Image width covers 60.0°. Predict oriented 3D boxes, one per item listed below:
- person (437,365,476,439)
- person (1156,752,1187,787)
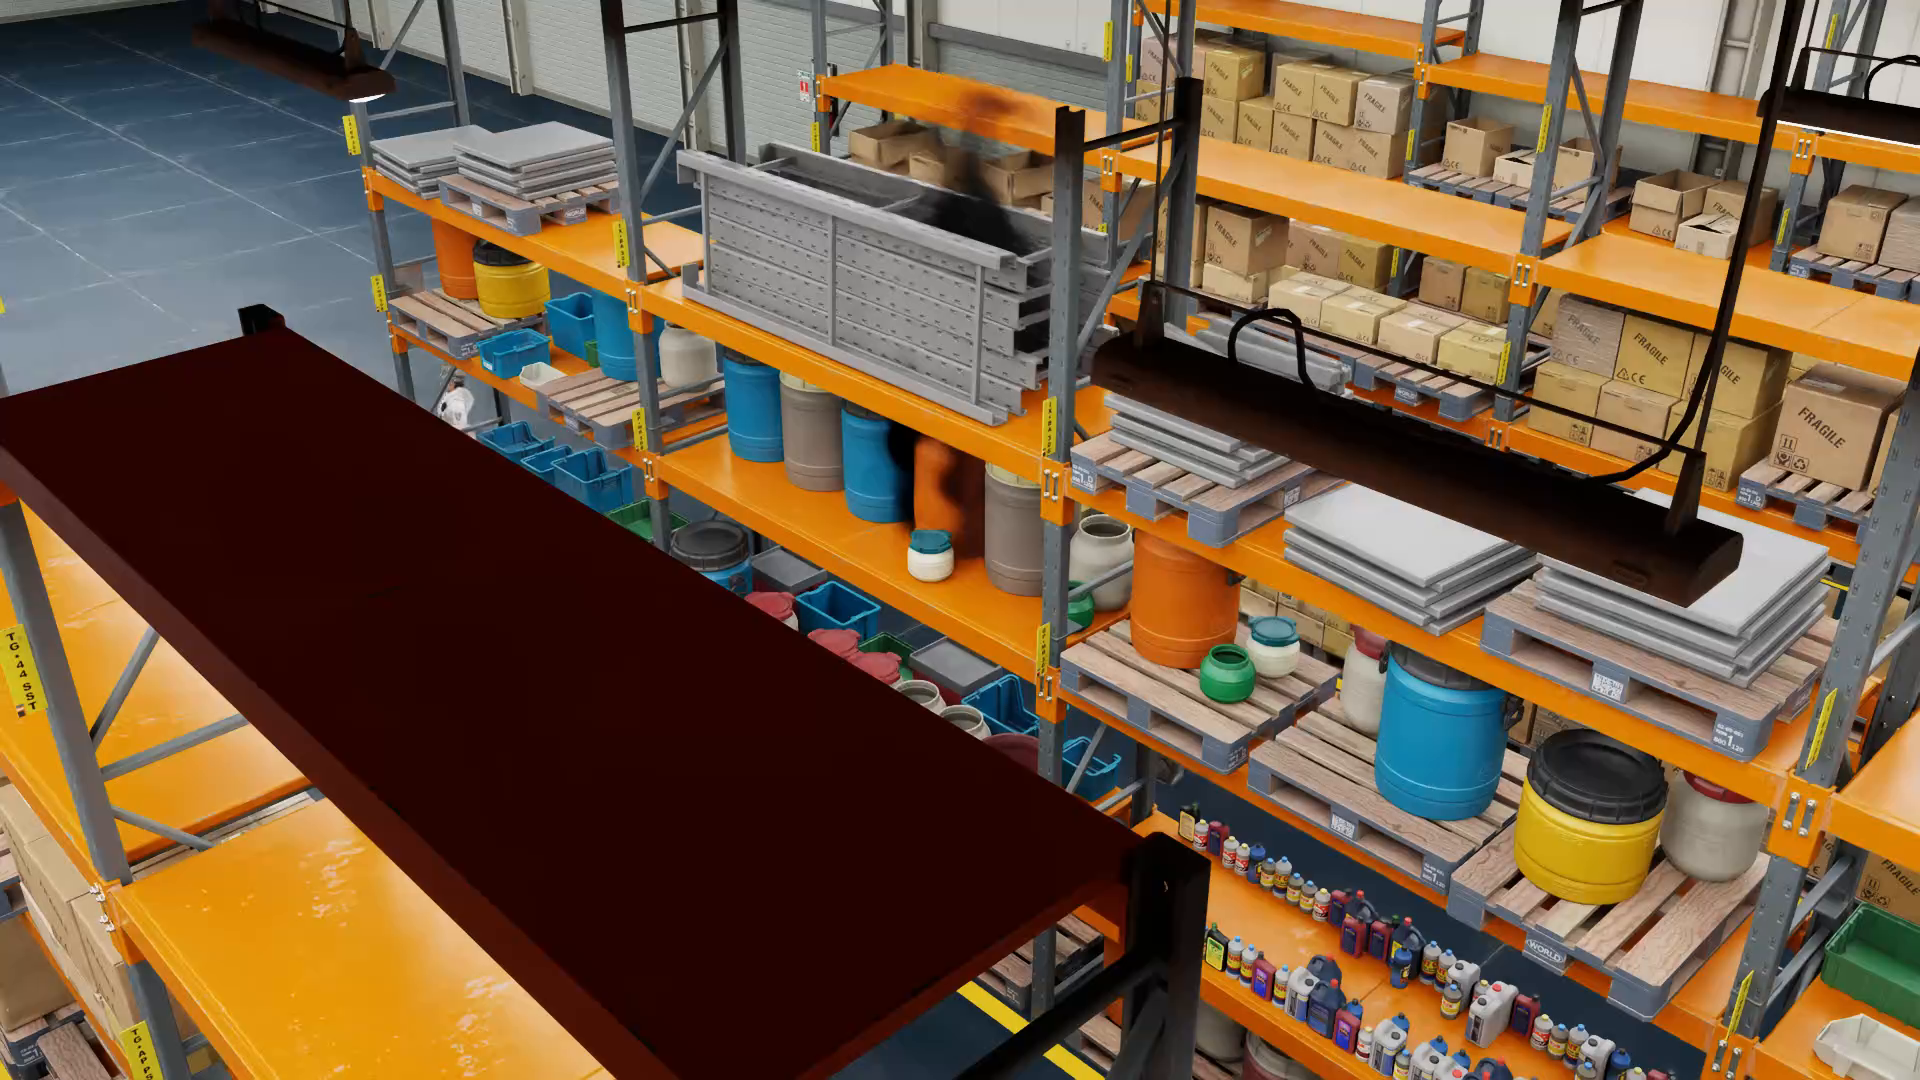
[{"bbox_3d":[-5.042,-0.967,16.887,0.771,1.755,0.597,-16,32,-27],"label":"person"},{"bbox_3d":[1.572,1.138,12.361,0.665,1.698,0.603,-21,35,-34],"label":"person"}]
